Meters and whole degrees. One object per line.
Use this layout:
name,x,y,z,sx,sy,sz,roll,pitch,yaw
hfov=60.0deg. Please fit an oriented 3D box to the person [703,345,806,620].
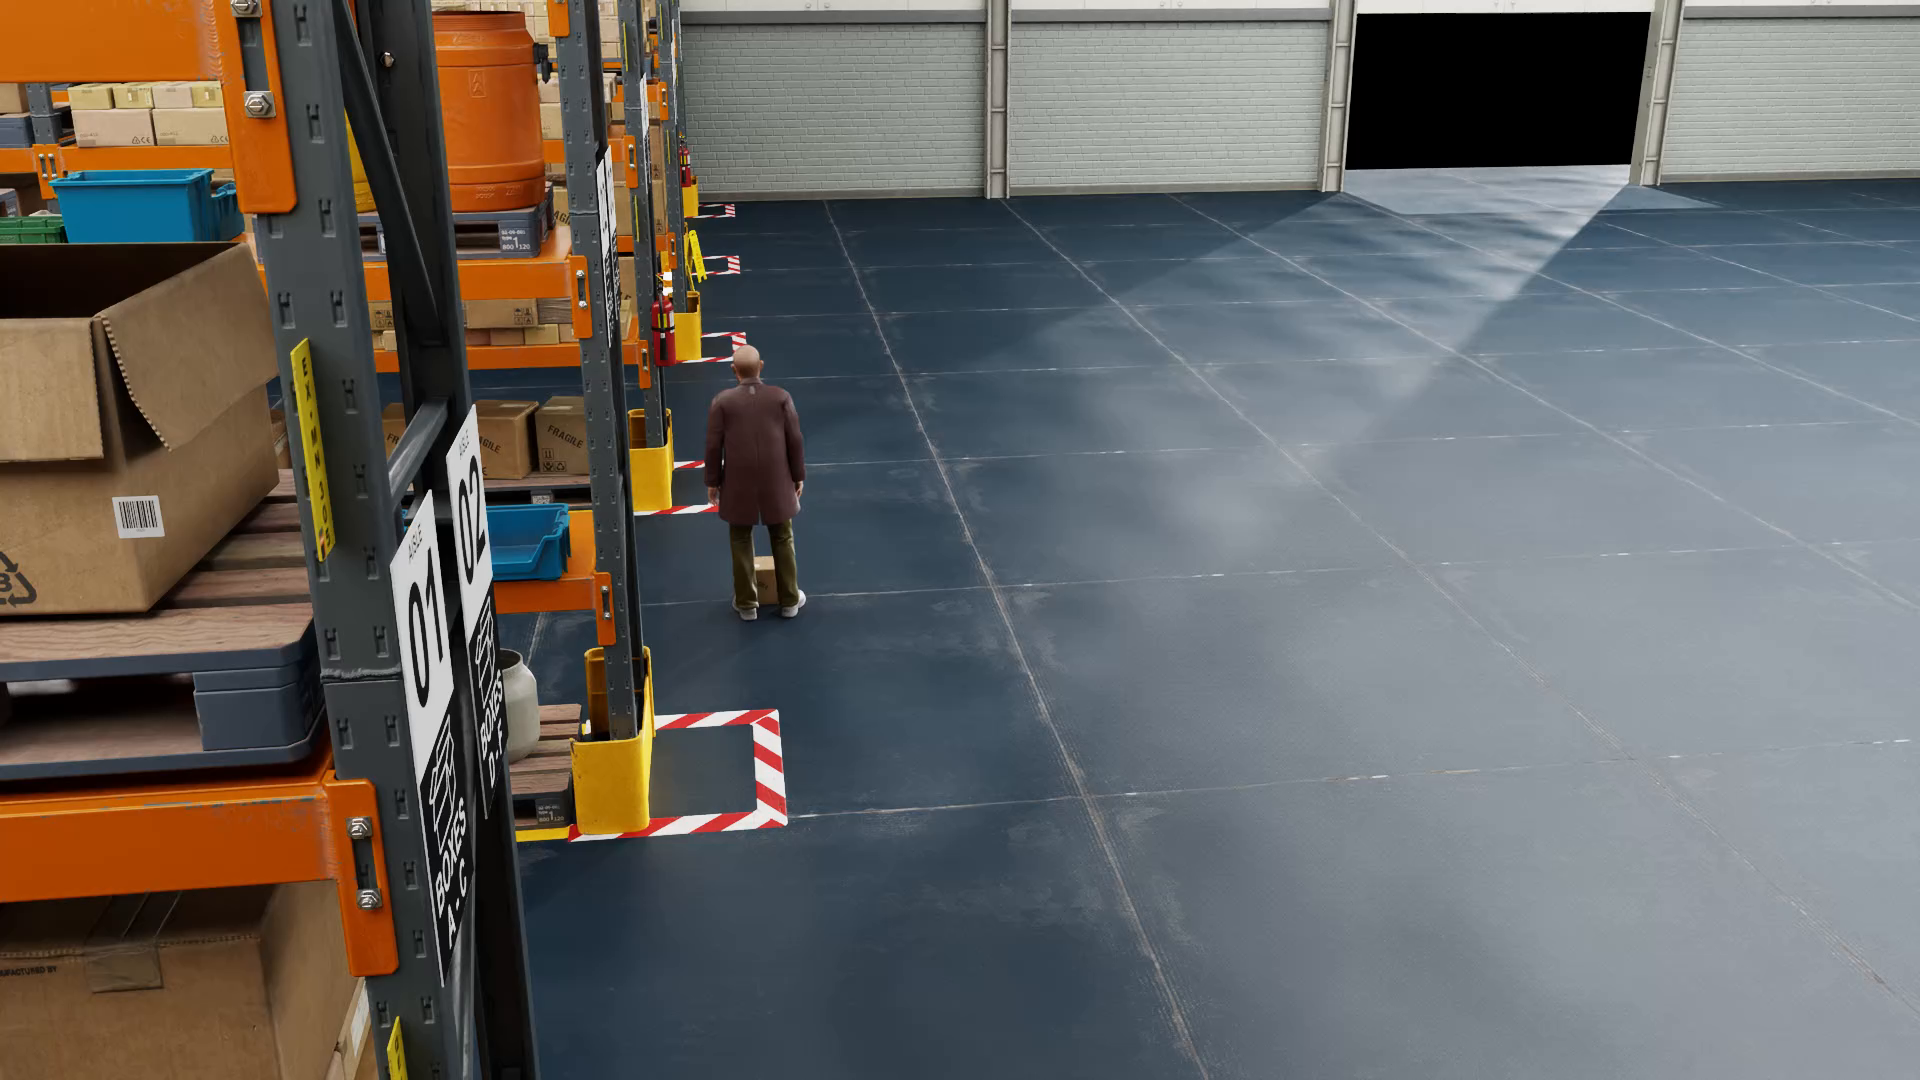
person,-1.305,-0.363,10.608,0.655,1.775,0.419,-4,20,-10
